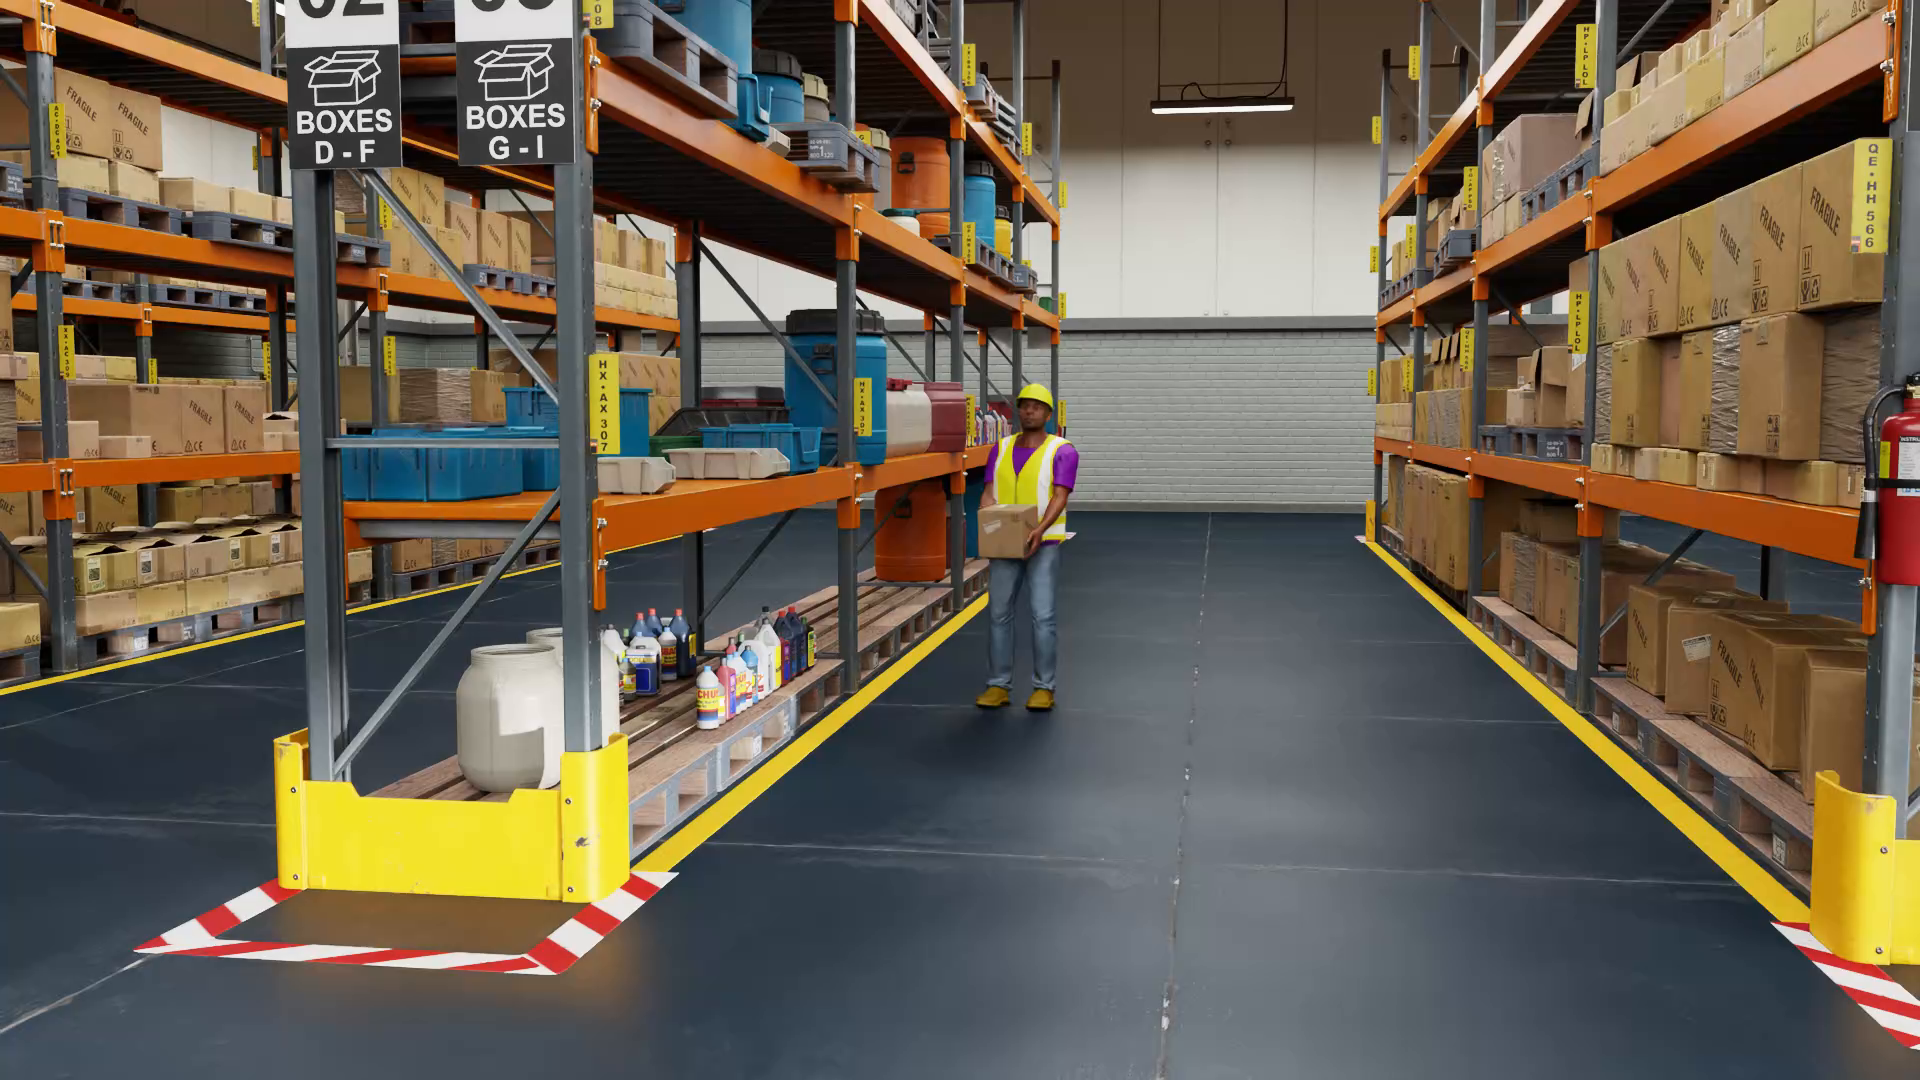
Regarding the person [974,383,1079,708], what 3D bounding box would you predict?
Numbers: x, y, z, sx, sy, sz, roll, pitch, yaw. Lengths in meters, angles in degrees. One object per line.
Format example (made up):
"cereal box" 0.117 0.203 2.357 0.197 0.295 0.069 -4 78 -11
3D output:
"person" 0.342 0.033 9.041 0.520 1.771 0.566 2 5 23
